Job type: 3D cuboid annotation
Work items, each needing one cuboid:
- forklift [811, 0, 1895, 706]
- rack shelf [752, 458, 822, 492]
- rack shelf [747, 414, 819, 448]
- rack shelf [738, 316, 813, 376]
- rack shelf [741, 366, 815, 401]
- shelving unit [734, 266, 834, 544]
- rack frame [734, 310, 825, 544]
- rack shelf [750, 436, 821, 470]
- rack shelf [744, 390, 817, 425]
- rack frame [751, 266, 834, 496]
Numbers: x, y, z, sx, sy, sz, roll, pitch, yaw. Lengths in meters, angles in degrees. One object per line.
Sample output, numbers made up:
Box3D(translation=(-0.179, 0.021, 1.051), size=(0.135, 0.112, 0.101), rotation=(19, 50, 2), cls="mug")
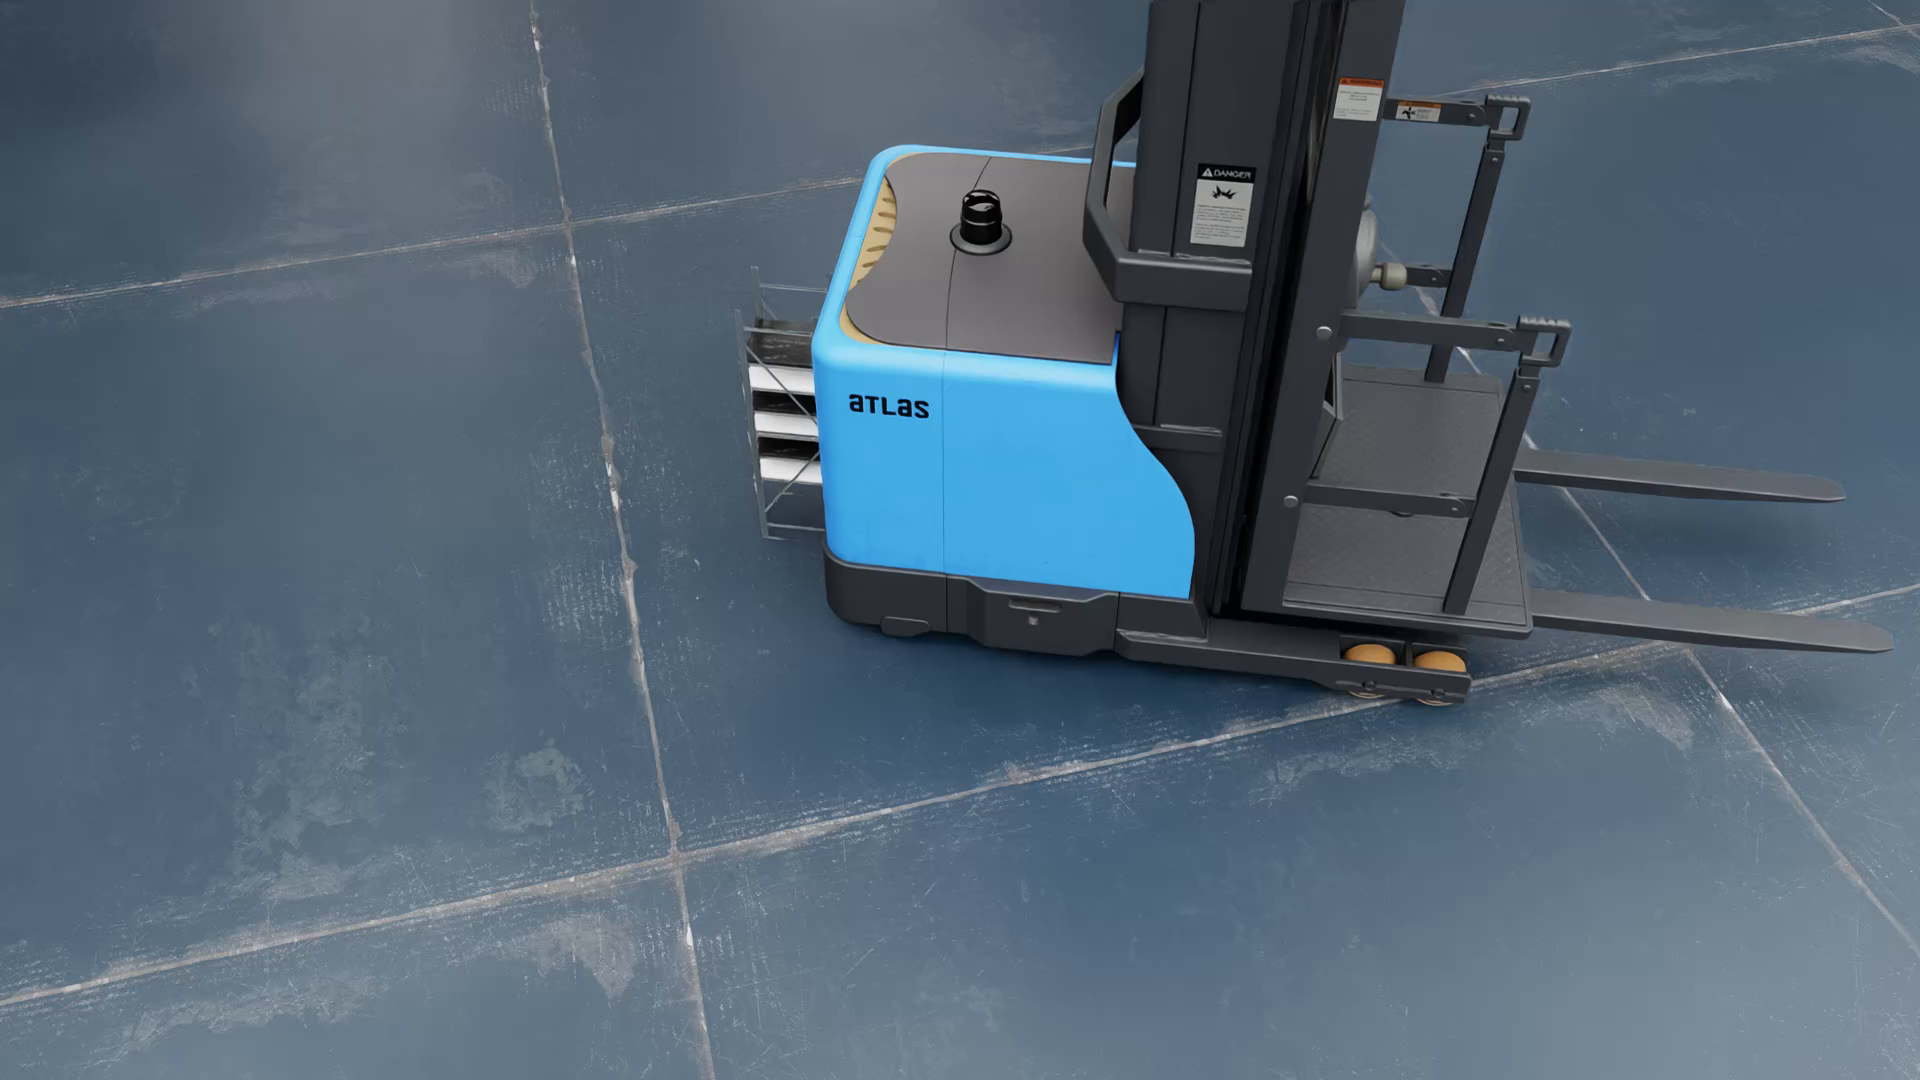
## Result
Box3D(translation=(1.161, -0.958, 4.136), size=(3.031, 2.935, 1.130), rotation=(6, 46, 6), cls="forklift")
Box3D(translation=(-0.491, -0.233, 5.146), size=(0.258, 0.077, 0.200), rotation=(6, 46, 6), cls="rack shelf")
Box3D(translation=(-0.492, -0.359, 5.018), size=(0.258, 0.077, 0.200), rotation=(6, 46, 6), cls="rack shelf")
Box3D(translation=(-0.493, -0.548, 4.825), size=(0.258, 0.077, 0.200), rotation=(6, 46, 6), cls="rack shelf")
Box3D(translation=(-0.493, -0.485, 4.889), size=(0.258, 0.077, 0.200), rotation=(6, 46, 6), cls="rack shelf")
Box3D(translation=(-0.492, -0.383, 4.994), size=(0.258, 0.900, 0.210), rotation=(6, 46, 6), cls="shelving unit")
Box3D(translation=(-0.507, -0.311, 4.924), size=(0.240, 0.900, 0.006), rotation=(6, 46, 6), cls="rack frame")
Box3D(translation=(-0.492, -0.296, 5.082), size=(0.258, 0.077, 0.200), rotation=(6, 46, 6), cls="rack shelf")
Box3D(translation=(-0.492, -0.422, 4.954), size=(0.258, 0.077, 0.200), rotation=(6, 46, 6), cls="rack shelf")
Box3D(translation=(-0.478, -0.454, 5.065), size=(0.240, 0.900, 0.006), rotation=(6, 46, 6), cls="rack frame")
